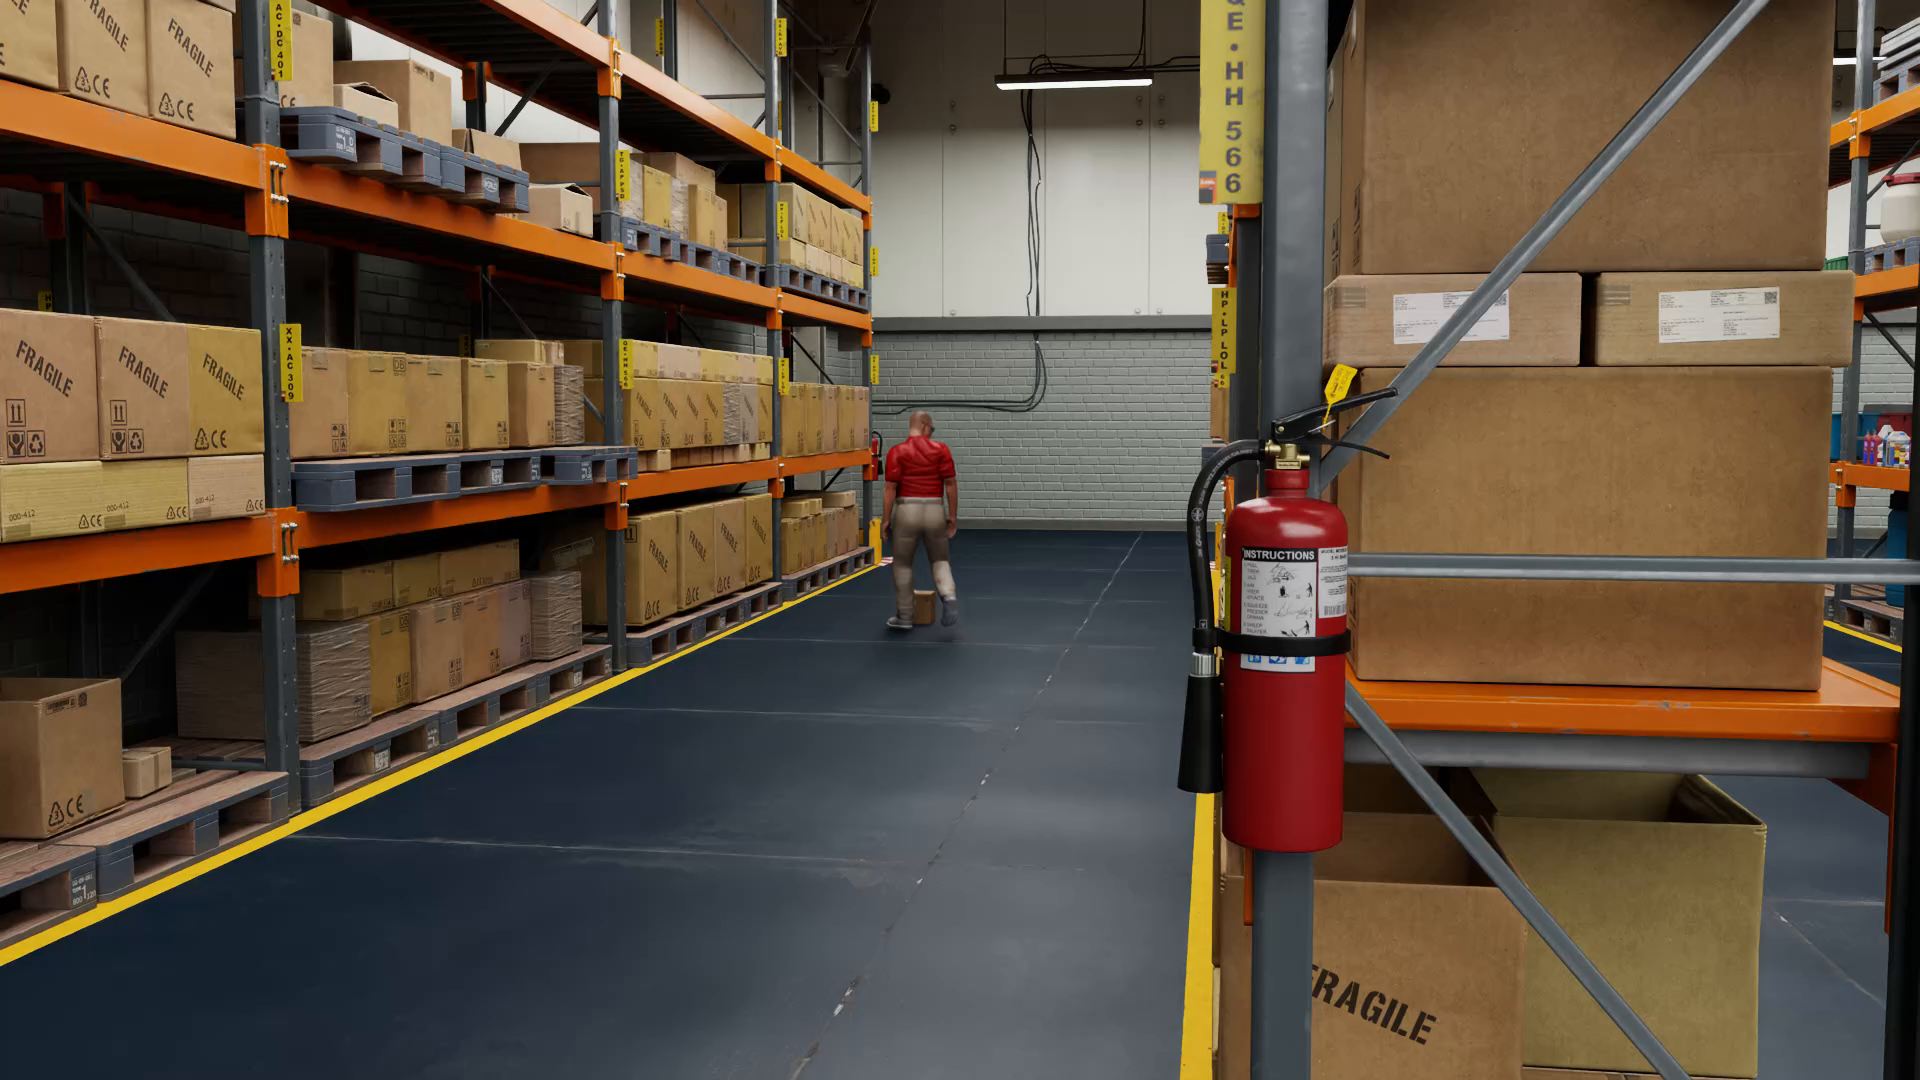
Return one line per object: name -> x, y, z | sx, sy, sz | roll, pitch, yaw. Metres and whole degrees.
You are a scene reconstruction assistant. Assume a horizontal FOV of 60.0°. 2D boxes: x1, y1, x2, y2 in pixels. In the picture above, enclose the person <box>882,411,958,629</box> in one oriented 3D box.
person -> -0.309, -0.150, 12.976 | 0.581, 1.715, 0.650 | -1, 5, -14
